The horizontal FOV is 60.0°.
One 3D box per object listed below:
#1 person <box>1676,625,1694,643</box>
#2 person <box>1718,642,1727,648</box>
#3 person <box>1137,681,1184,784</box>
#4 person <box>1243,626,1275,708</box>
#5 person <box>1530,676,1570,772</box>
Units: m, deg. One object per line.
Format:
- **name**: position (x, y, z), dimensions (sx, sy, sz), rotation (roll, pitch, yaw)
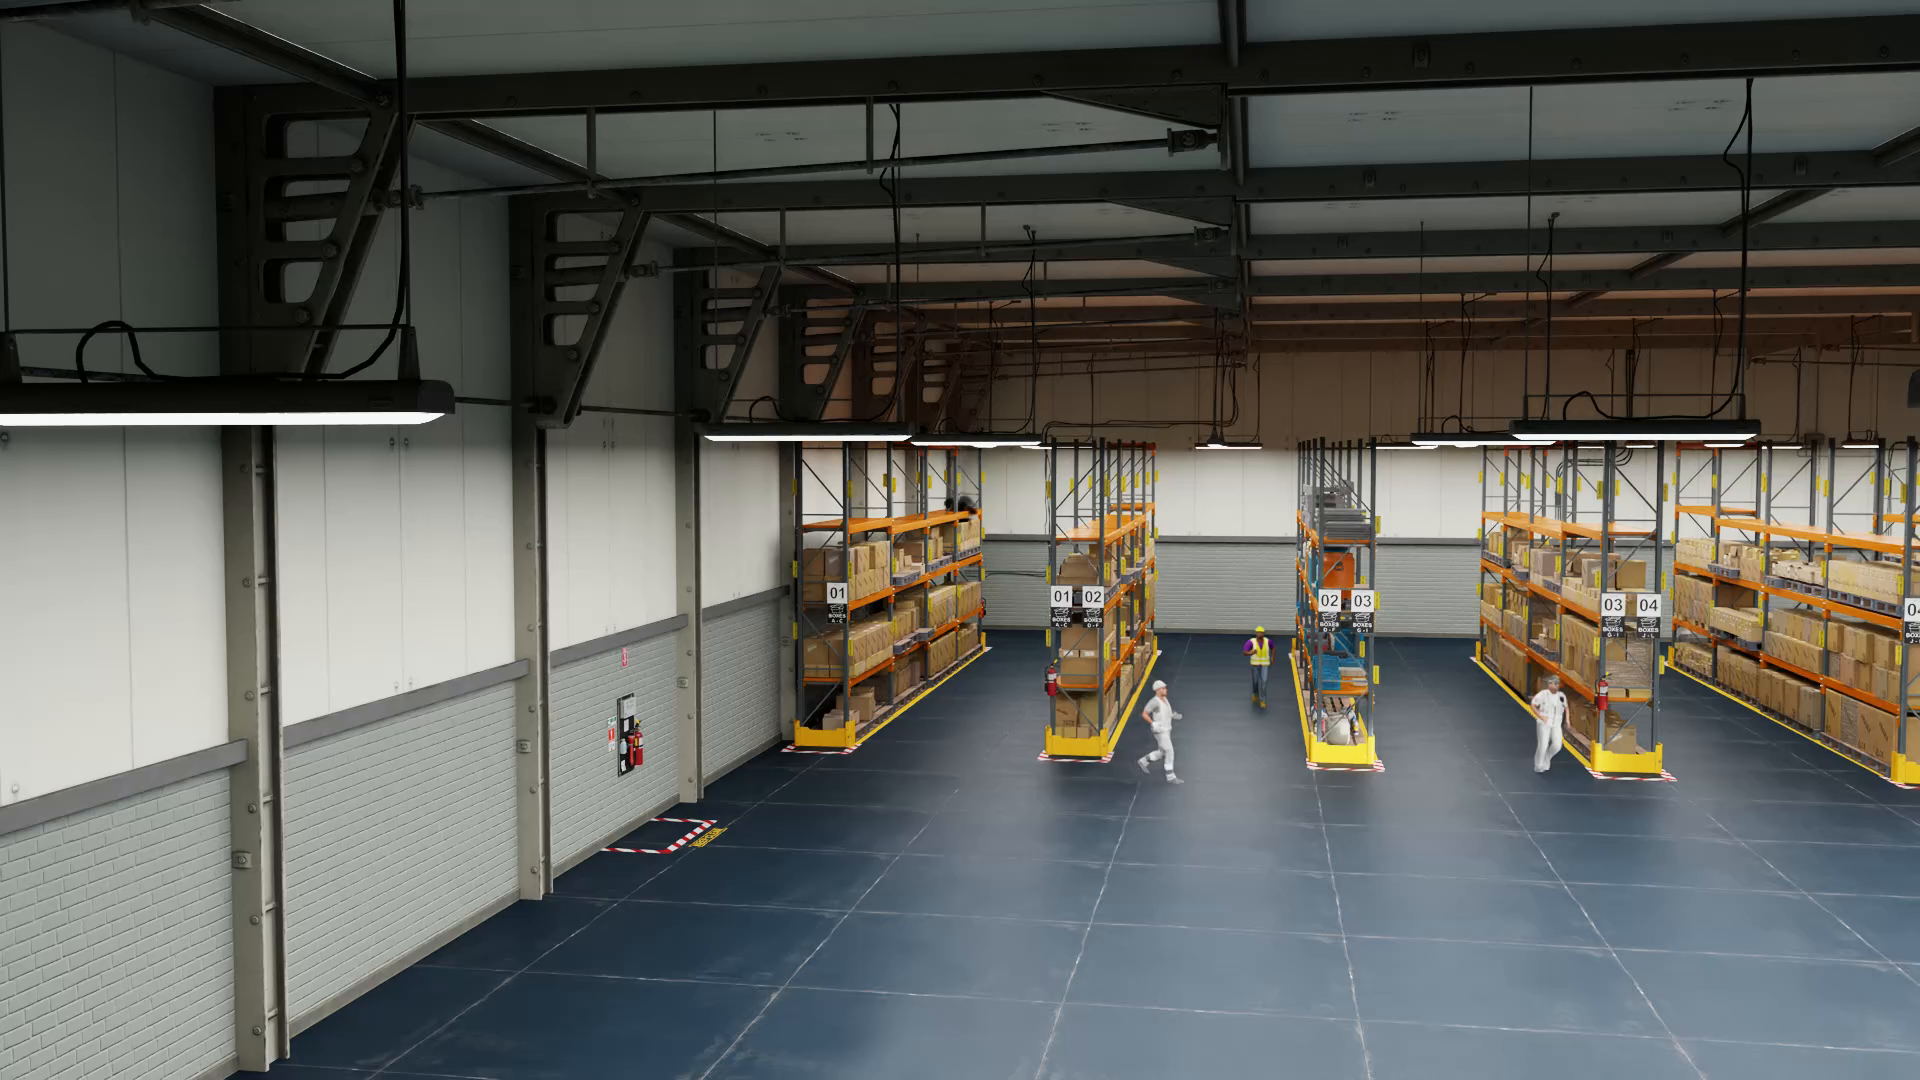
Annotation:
- **person**: position (20.038, 2.485, 45.881), dimensions (0.912, 1.610, 0.754), rotation (3, 4, 42)
- **person**: position (21.301, 2.470, 46.506), dimensions (0.555, 1.614, 0.582), rotation (-1, 3, -16)
- **person**: position (3.460, 3.312, 28.753), dimensions (0.923, 1.766, 0.669), rotation (2, 3, 30)
- **person**: position (6.735, 2.834, 37.443), dimensions (0.741, 1.792, 0.899), rotation (0, 3, 4)
- **person**: position (10.570, 3.287, 29.675), dimensions (0.736, 1.731, 0.507), rotation (0, 3, -2)
